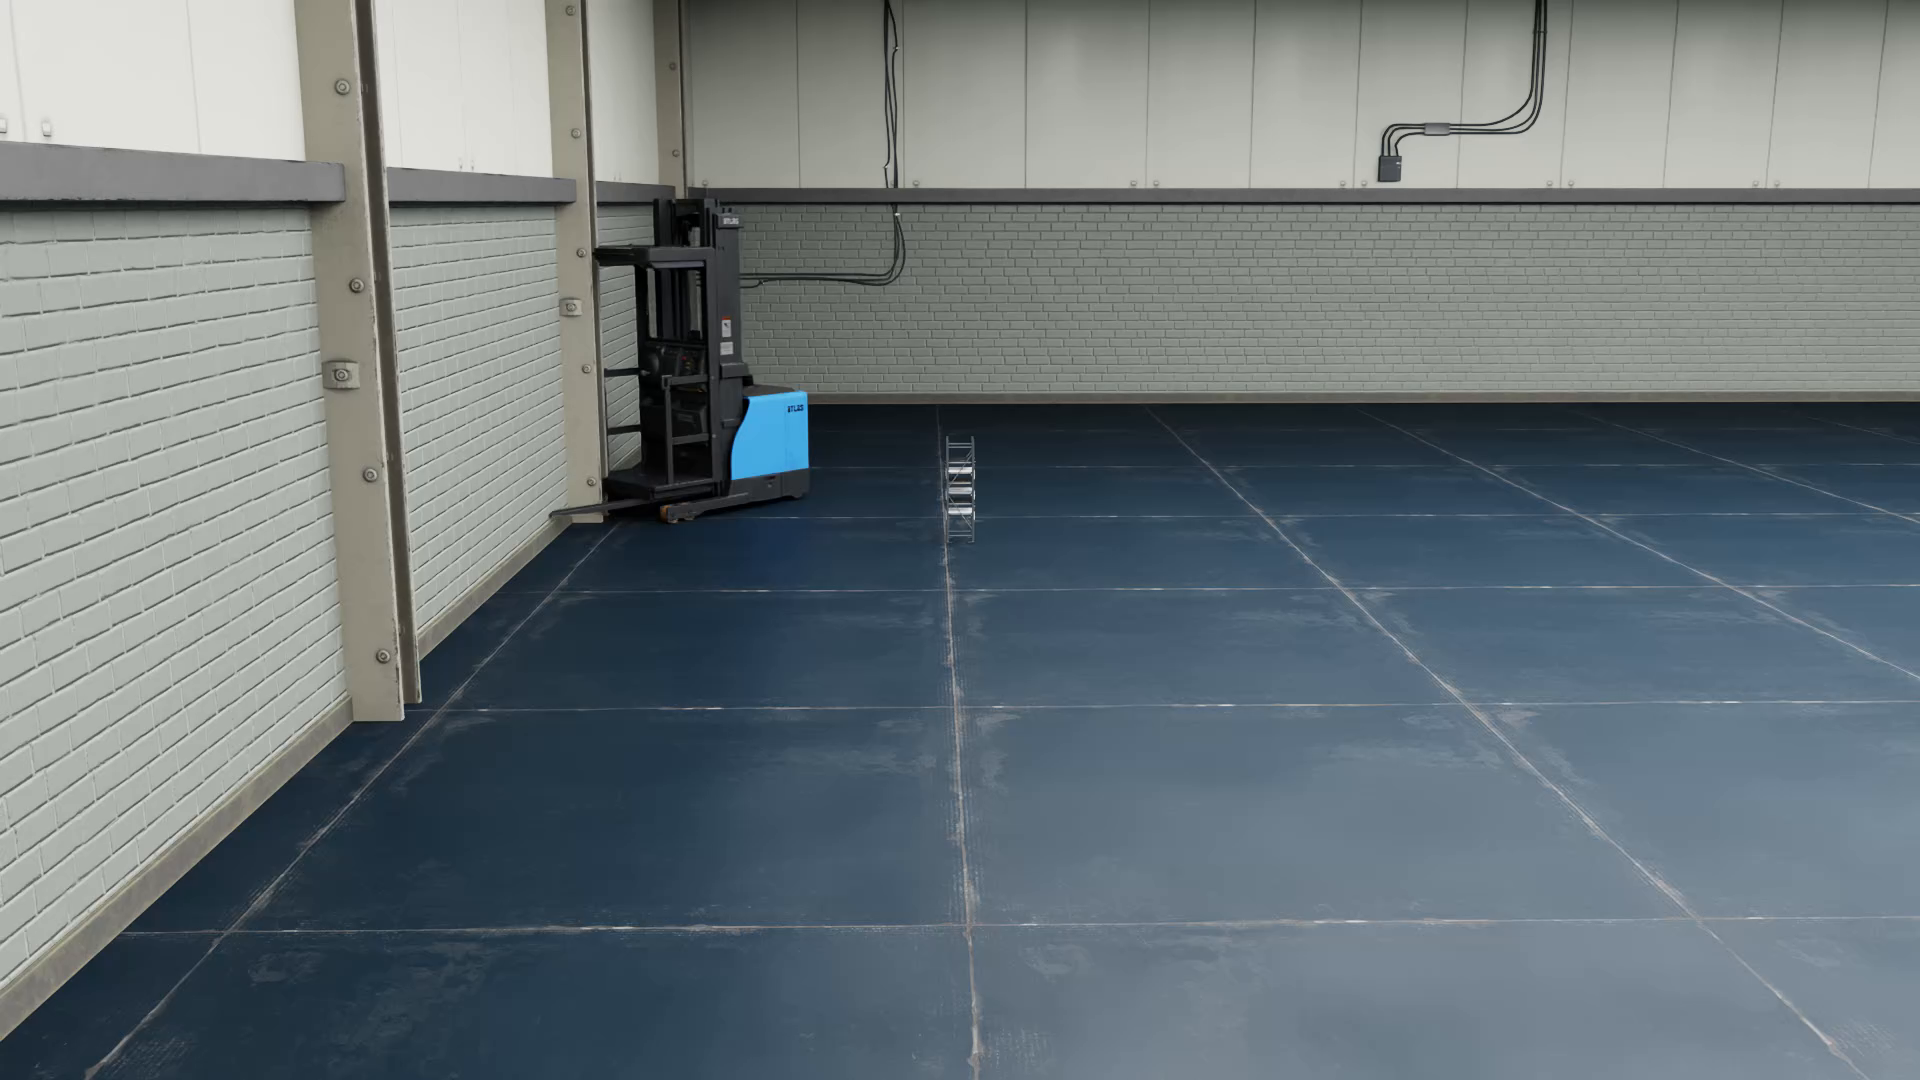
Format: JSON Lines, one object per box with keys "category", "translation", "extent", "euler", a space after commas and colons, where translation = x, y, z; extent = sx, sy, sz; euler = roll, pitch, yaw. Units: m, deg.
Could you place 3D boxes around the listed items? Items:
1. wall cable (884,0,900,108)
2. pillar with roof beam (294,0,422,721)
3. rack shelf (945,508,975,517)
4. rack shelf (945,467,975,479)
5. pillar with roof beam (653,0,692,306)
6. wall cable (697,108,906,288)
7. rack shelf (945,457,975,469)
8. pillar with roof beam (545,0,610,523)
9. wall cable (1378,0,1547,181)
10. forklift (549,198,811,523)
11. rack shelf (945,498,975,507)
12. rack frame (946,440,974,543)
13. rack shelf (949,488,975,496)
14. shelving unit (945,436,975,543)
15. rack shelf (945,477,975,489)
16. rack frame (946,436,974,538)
{"category": "wall cable", "translation": [0.377, -7.359, 23.307], "extent": [3.097, 2.526, 0.112], "euler": [0, 11, -1]}
{"category": "pillar with roof beam", "translation": [0.963, -3.436, 8.862], "extent": [9.100, 9.000, 0.400], "euler": [0, 11, -1]}
{"category": "rack shelf", "translation": [0.000, -0.230, 14.504], "extent": [0.258, 0.077, 0.200], "euler": [0, 11, -1]}
{"category": "rack shelf", "translation": [0.000, -0.583, 14.433], "extent": [0.258, 0.077, 0.200], "euler": [0, 11, -1]}
{"category": "pillar with roof beam", "translation": [0.715, -5.821, 20.619], "extent": [9.100, 9.000, 0.400], "euler": [0, 11, -1]}
{"category": "wall cable", "translation": [-2.328, -4.873, 23.754], "extent": [3.097, 2.526, 0.112], "euler": [0, 11, -1]}
{"category": "rack shelf", "translation": [0.000, -0.671, 14.415], "extent": [0.258, 0.077, 0.200], "euler": [0, 11, -1]}
{"category": "pillar with roof beam", "translation": [0.839, -4.628, 14.740], "extent": [9.100, 9.000, 0.400], "euler": [0, 11, -1]}
{"category": "wall cable", "translation": [7.164, -8.097, 23.284], "extent": [2.305, 6.003, 0.169], "euler": [0, 11, -1]}
{"category": "forklift", "translation": [-2.852, -1.703, 15.582], "extent": [1.130, 2.935, 3.031], "euler": [10, 15, 41]}
{"category": "rack shelf", "translation": [0.000, -0.319, 14.486], "extent": [0.258, 0.077, 0.200], "euler": [0, 11, -1]}
{"category": "rack frame", "translation": [0.002, -0.419, 14.362], "extent": [0.240, 0.900, 0.006], "euler": [0, 11, -1]}
{"category": "rack shelf", "translation": [0.000, -0.407, 14.468], "extent": [0.258, 0.077, 0.200], "euler": [0, 11, -1]}
{"category": "shelving unit", "translation": [0.000, -0.439, 14.462], "extent": [0.258, 0.900, 0.210], "euler": [0, 11, -1]}
{"category": "rack shelf", "translation": [0.000, -0.495, 14.450], "extent": [0.258, 0.077, 0.200], "euler": [0, 11, -1]}
{"category": "rack frame", "translation": [-0.002, -0.460, 14.561], "extent": [0.240, 0.900, 0.006], "euler": [0, 11, -1]}
